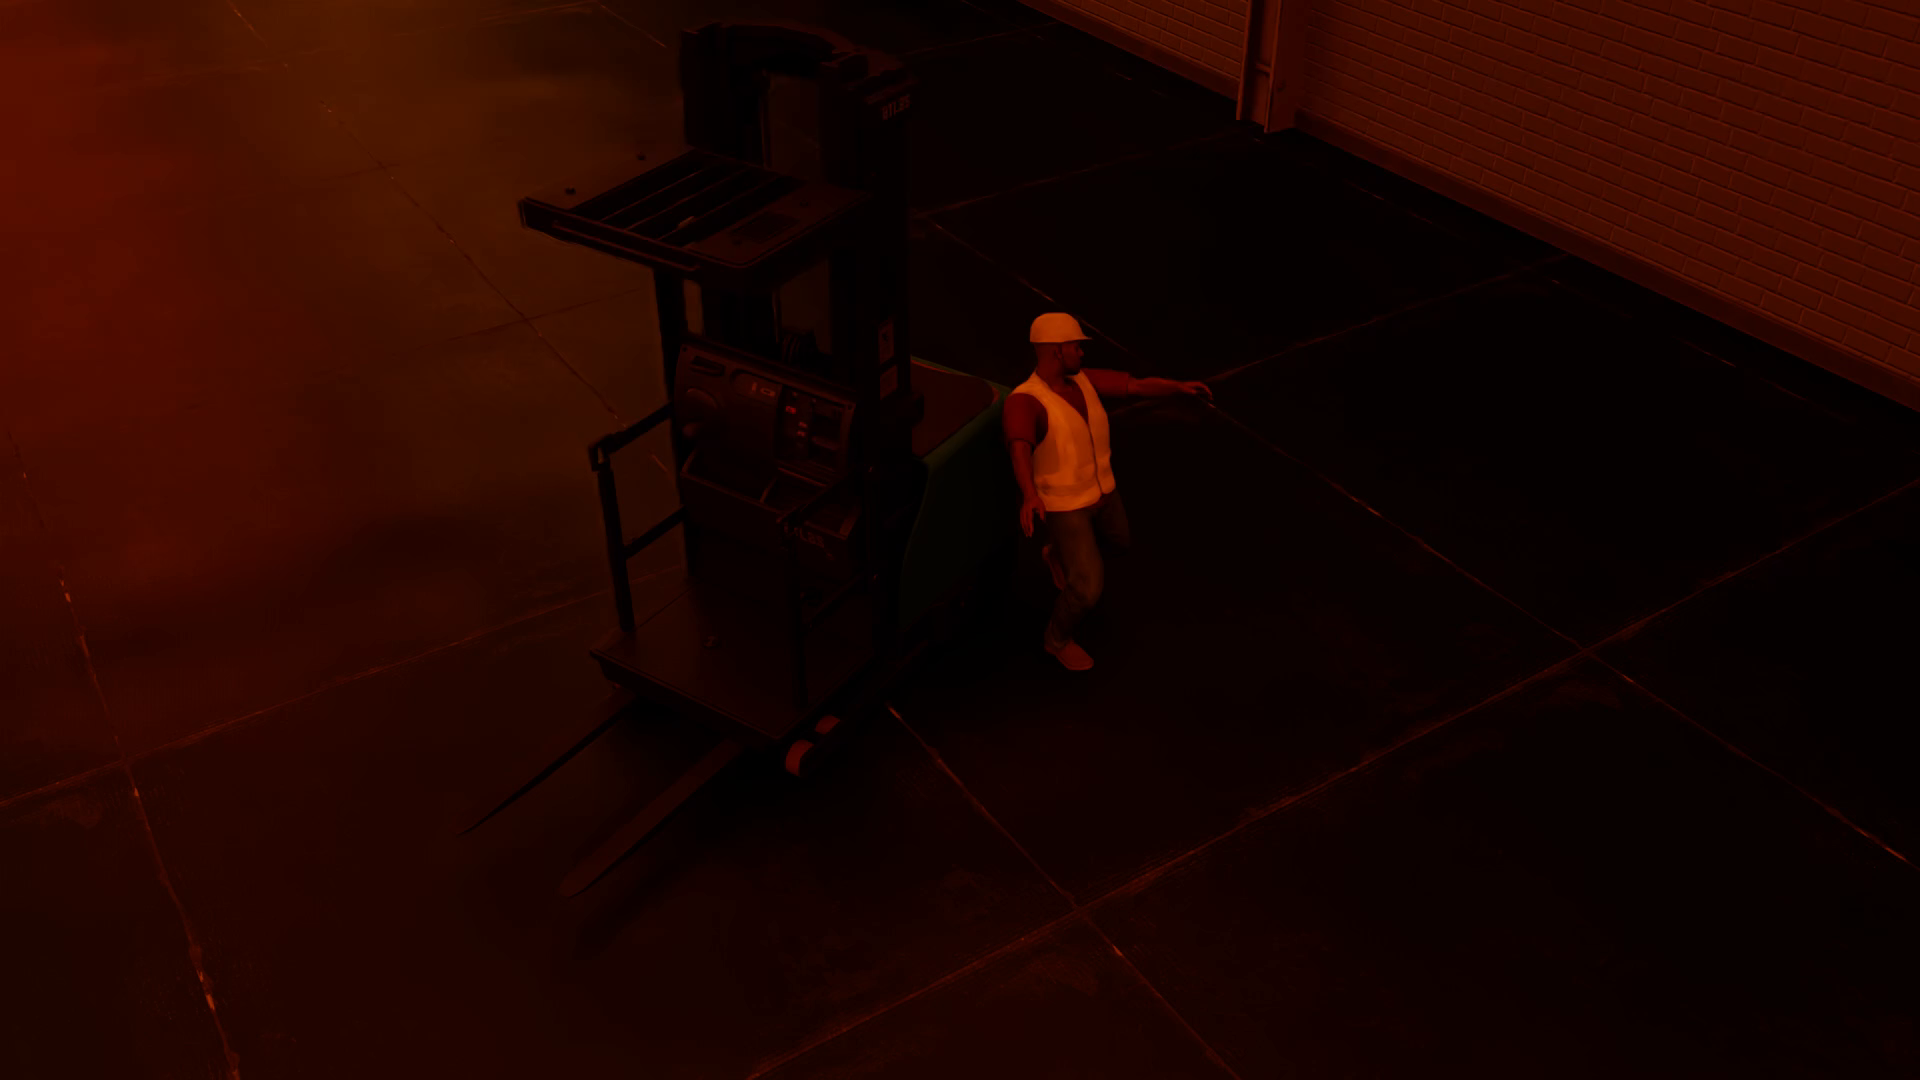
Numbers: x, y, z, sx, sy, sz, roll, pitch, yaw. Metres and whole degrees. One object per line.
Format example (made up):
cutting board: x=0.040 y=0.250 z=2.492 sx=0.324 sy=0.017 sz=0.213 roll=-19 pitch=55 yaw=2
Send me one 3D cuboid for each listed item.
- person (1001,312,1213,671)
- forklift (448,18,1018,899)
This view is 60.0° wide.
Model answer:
person: x=0.510 y=-0.104 z=7.502 sx=0.855 sy=1.633 sz=1.079 roll=23 pitch=41 yaw=29
forklift: x=-0.942 y=-0.478 z=6.828 sx=1.130 sy=2.935 sz=3.031 roll=21 pitch=40 yaw=27
